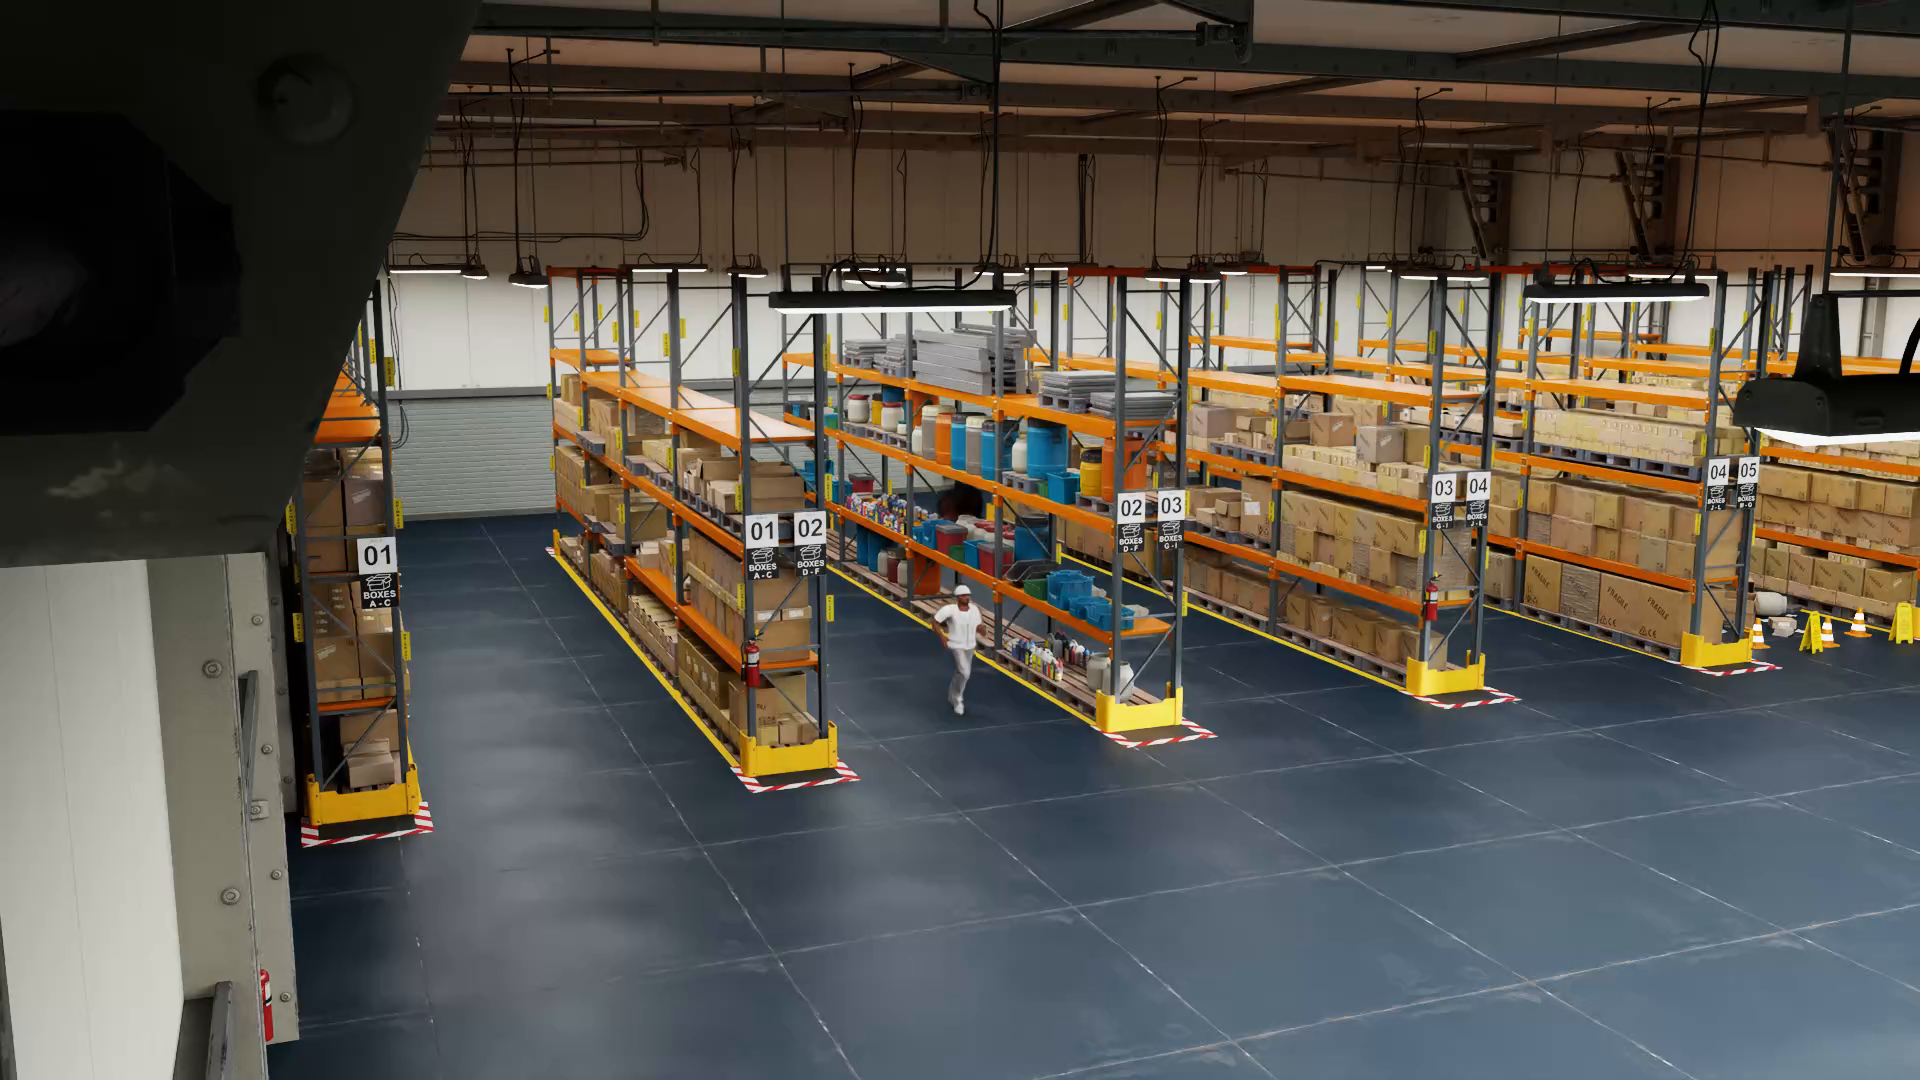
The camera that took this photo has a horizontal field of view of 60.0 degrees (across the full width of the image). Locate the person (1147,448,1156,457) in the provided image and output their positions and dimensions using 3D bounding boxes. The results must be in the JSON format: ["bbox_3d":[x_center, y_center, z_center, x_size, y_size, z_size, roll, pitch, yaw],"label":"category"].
[{"bbox_3d":[4.801,-1.633,41.247,0.868,1.764,0.799,-7,12,-34],"label":"person"}]

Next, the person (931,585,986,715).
[{"bbox_3d":[0.033,1.509,22.976,0.672,1.803,0.739,-7,12,-36],"label":"person"}]
